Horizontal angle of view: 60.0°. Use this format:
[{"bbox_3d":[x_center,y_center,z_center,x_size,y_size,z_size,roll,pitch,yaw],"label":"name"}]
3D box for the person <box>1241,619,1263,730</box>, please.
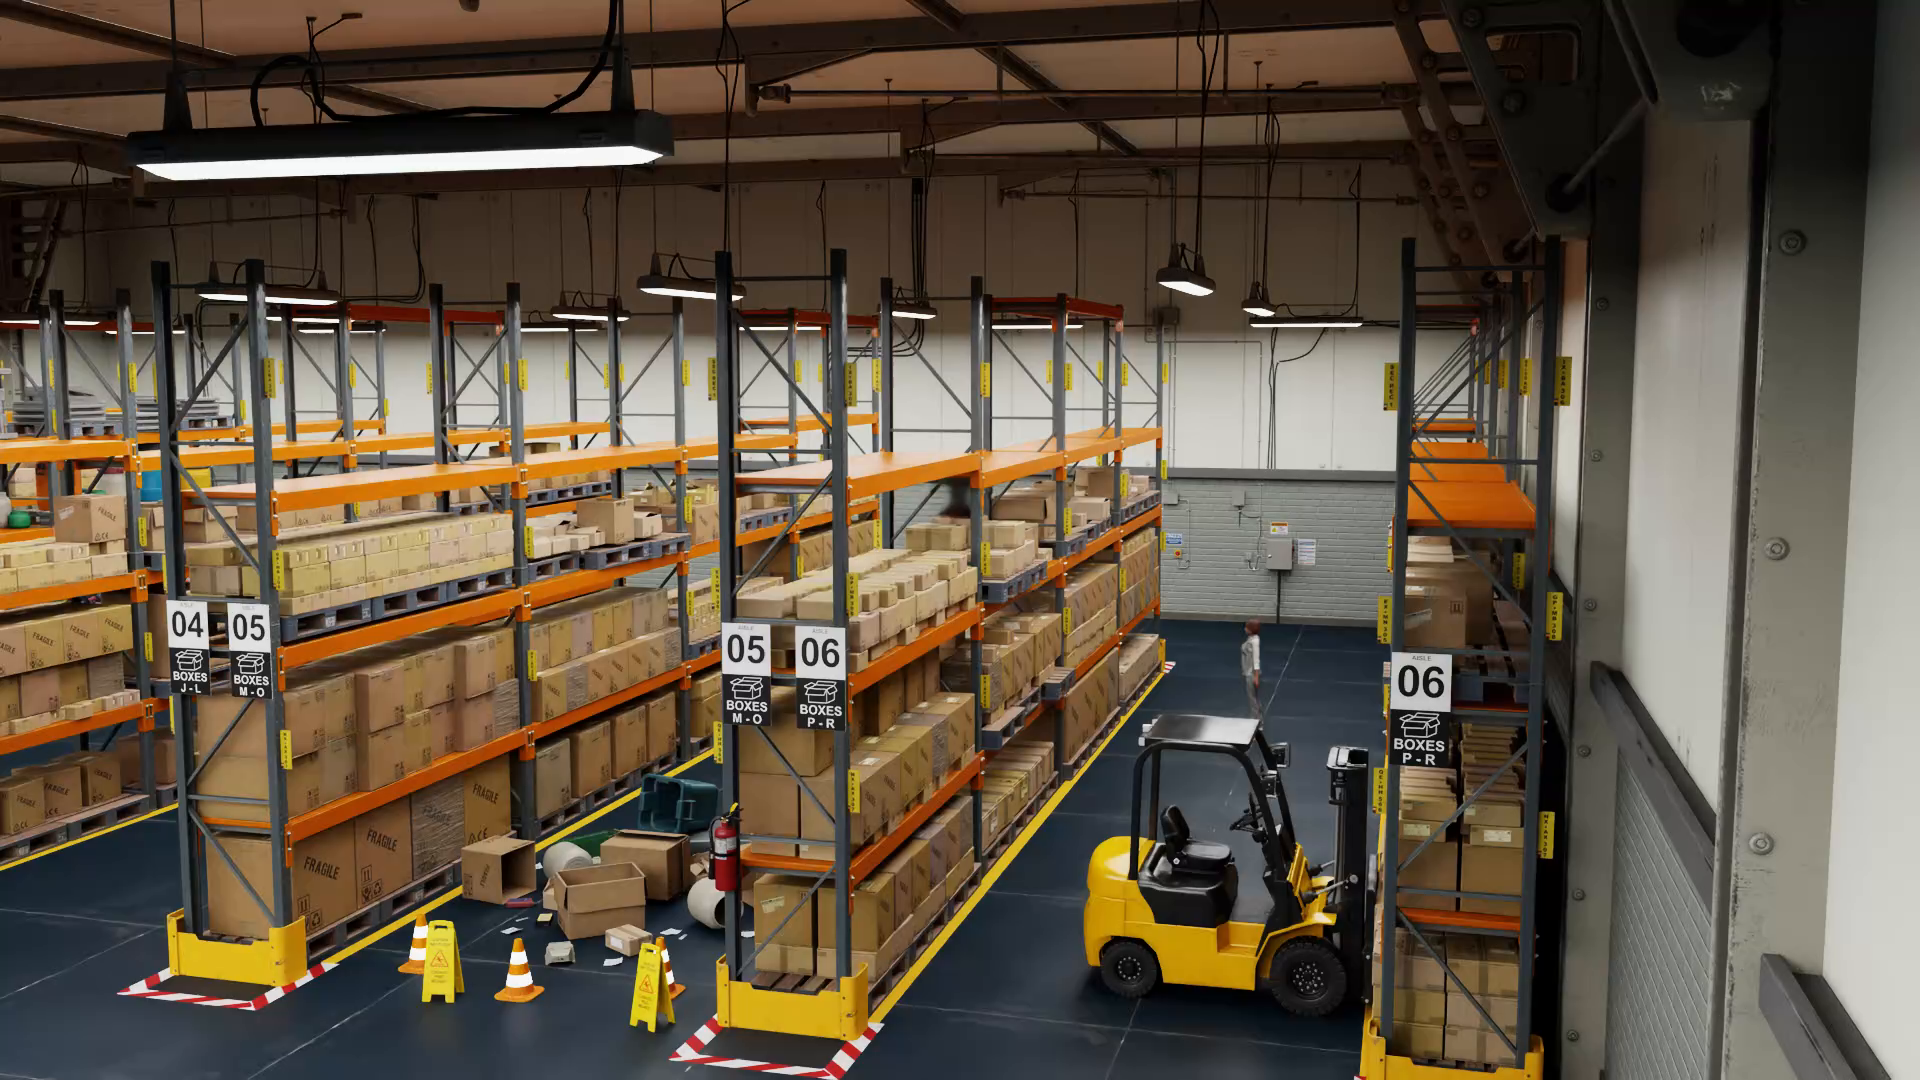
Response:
[{"bbox_3d":[4.104,1.911,23.356,0.339,1.584,0.483,1,6,12],"label":"person"}]
